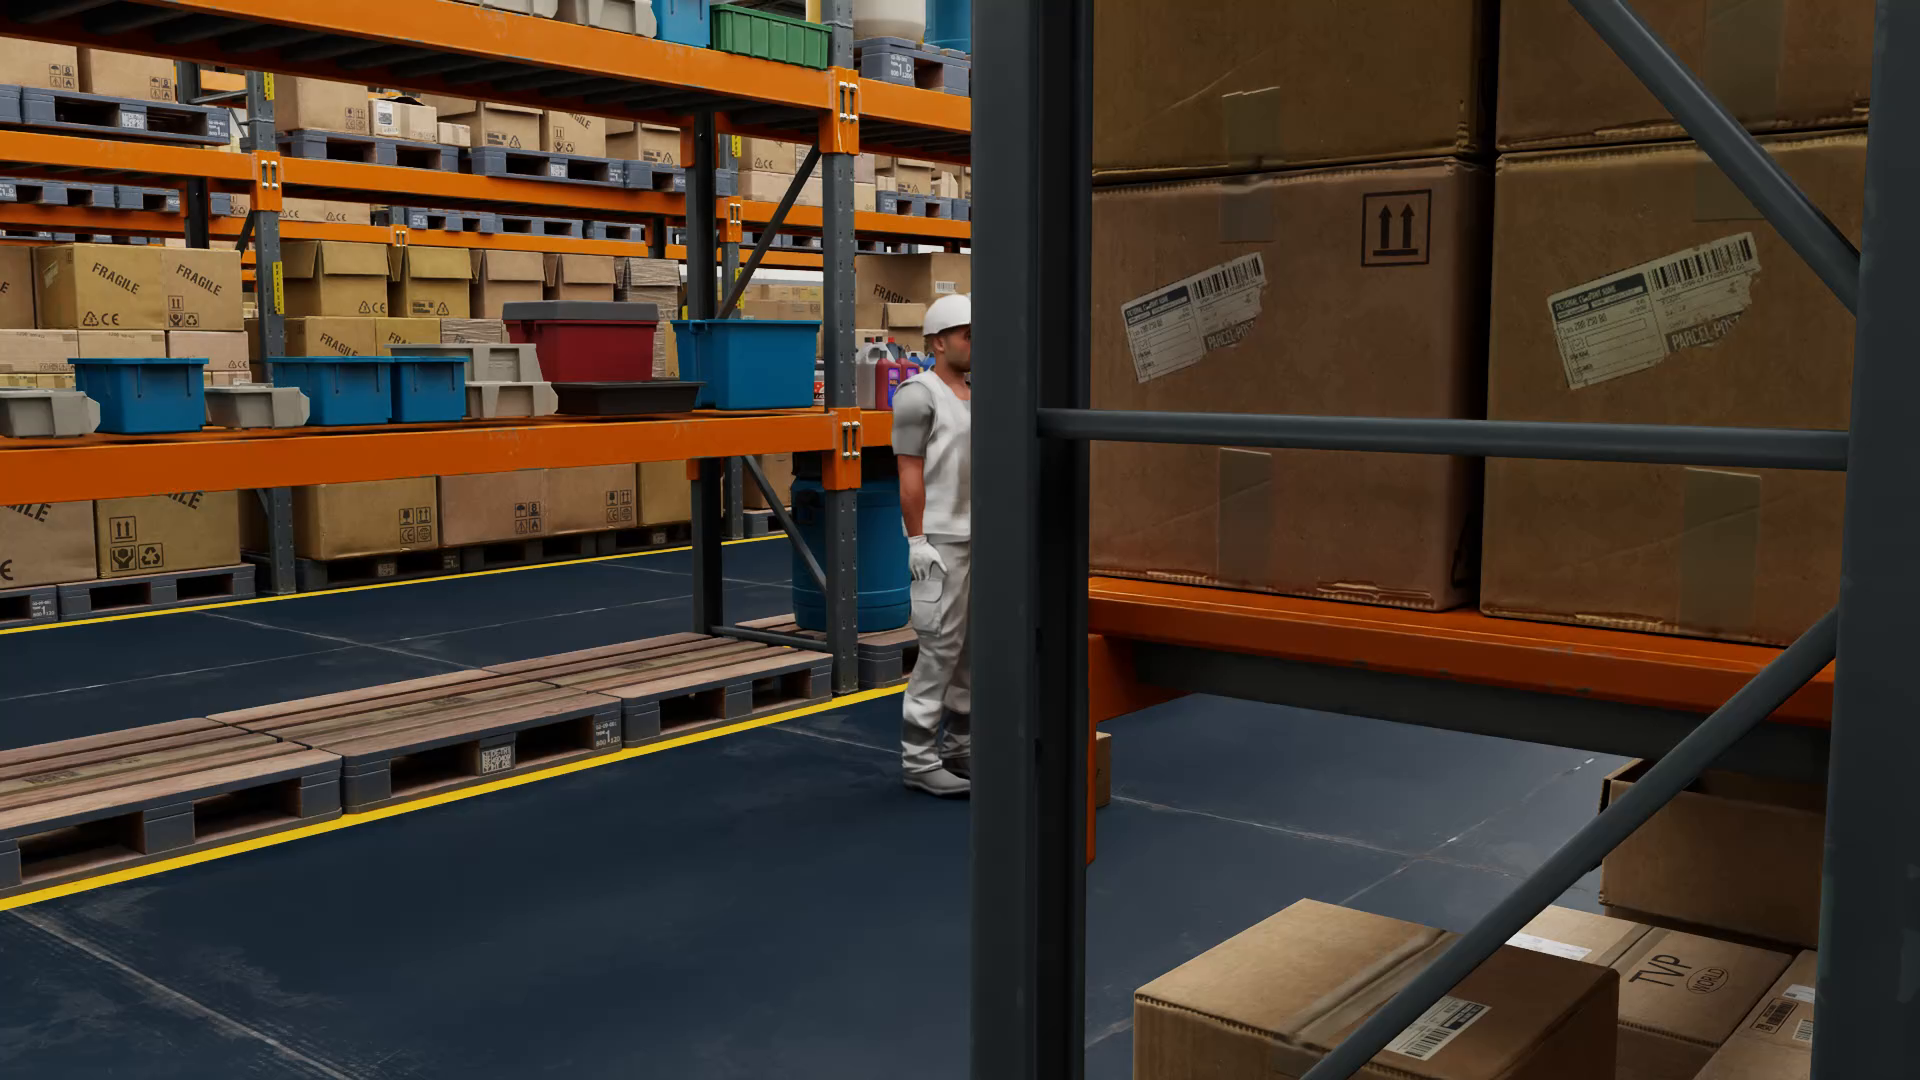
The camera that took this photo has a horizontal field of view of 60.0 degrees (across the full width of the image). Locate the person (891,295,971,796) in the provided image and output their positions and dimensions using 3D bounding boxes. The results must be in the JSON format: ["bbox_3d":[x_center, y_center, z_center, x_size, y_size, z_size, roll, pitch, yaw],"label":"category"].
[{"bbox_3d":[-0.008,0.010,6.042,0.348,1.786,0.524,6,9,40],"label":"person"}]
